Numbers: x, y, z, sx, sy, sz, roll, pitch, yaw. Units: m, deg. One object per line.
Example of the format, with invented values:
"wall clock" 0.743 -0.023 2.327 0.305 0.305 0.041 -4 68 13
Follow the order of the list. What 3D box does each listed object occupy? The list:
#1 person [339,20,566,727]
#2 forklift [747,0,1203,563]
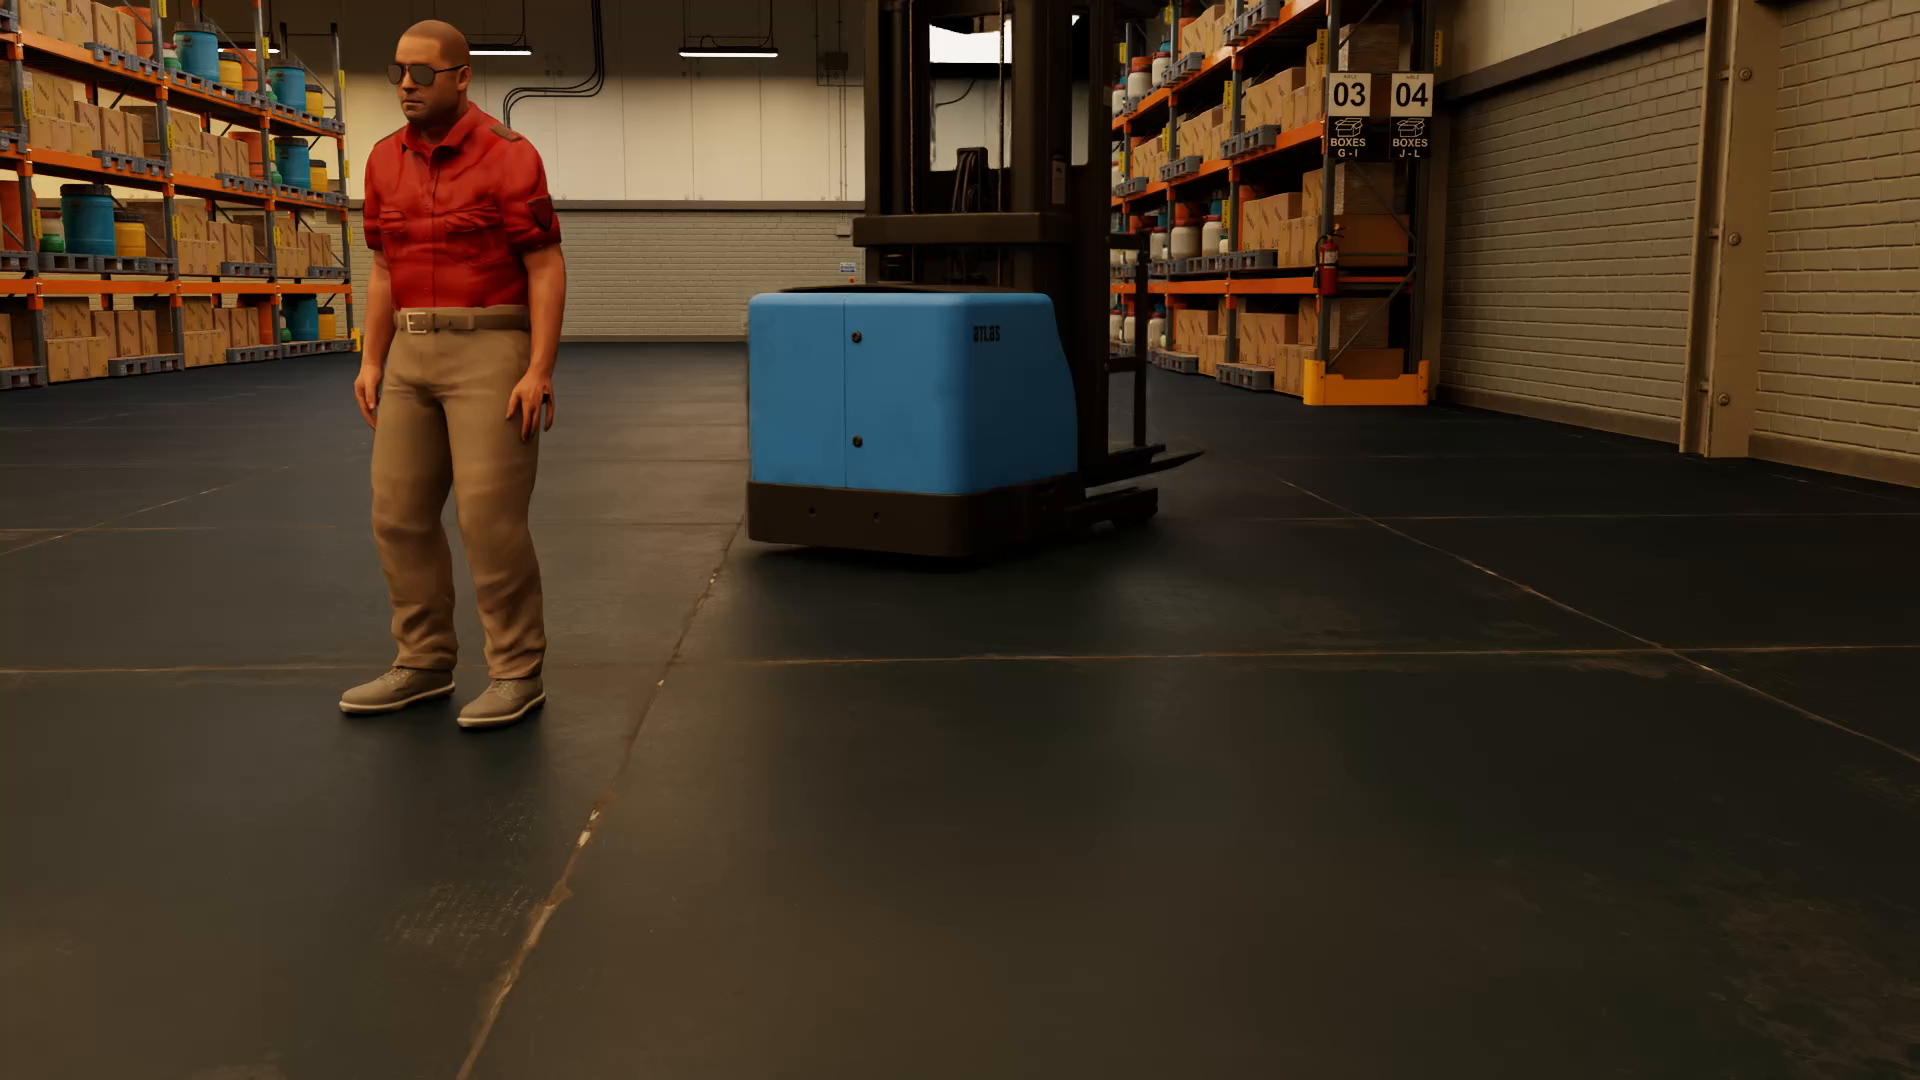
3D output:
"person" -1.279 -0.413 4.209 0.590 1.725 0.398 3 9 22
"forklift" 0.286 -1.538 7.686 1.130 2.935 3.031 5 10 29
